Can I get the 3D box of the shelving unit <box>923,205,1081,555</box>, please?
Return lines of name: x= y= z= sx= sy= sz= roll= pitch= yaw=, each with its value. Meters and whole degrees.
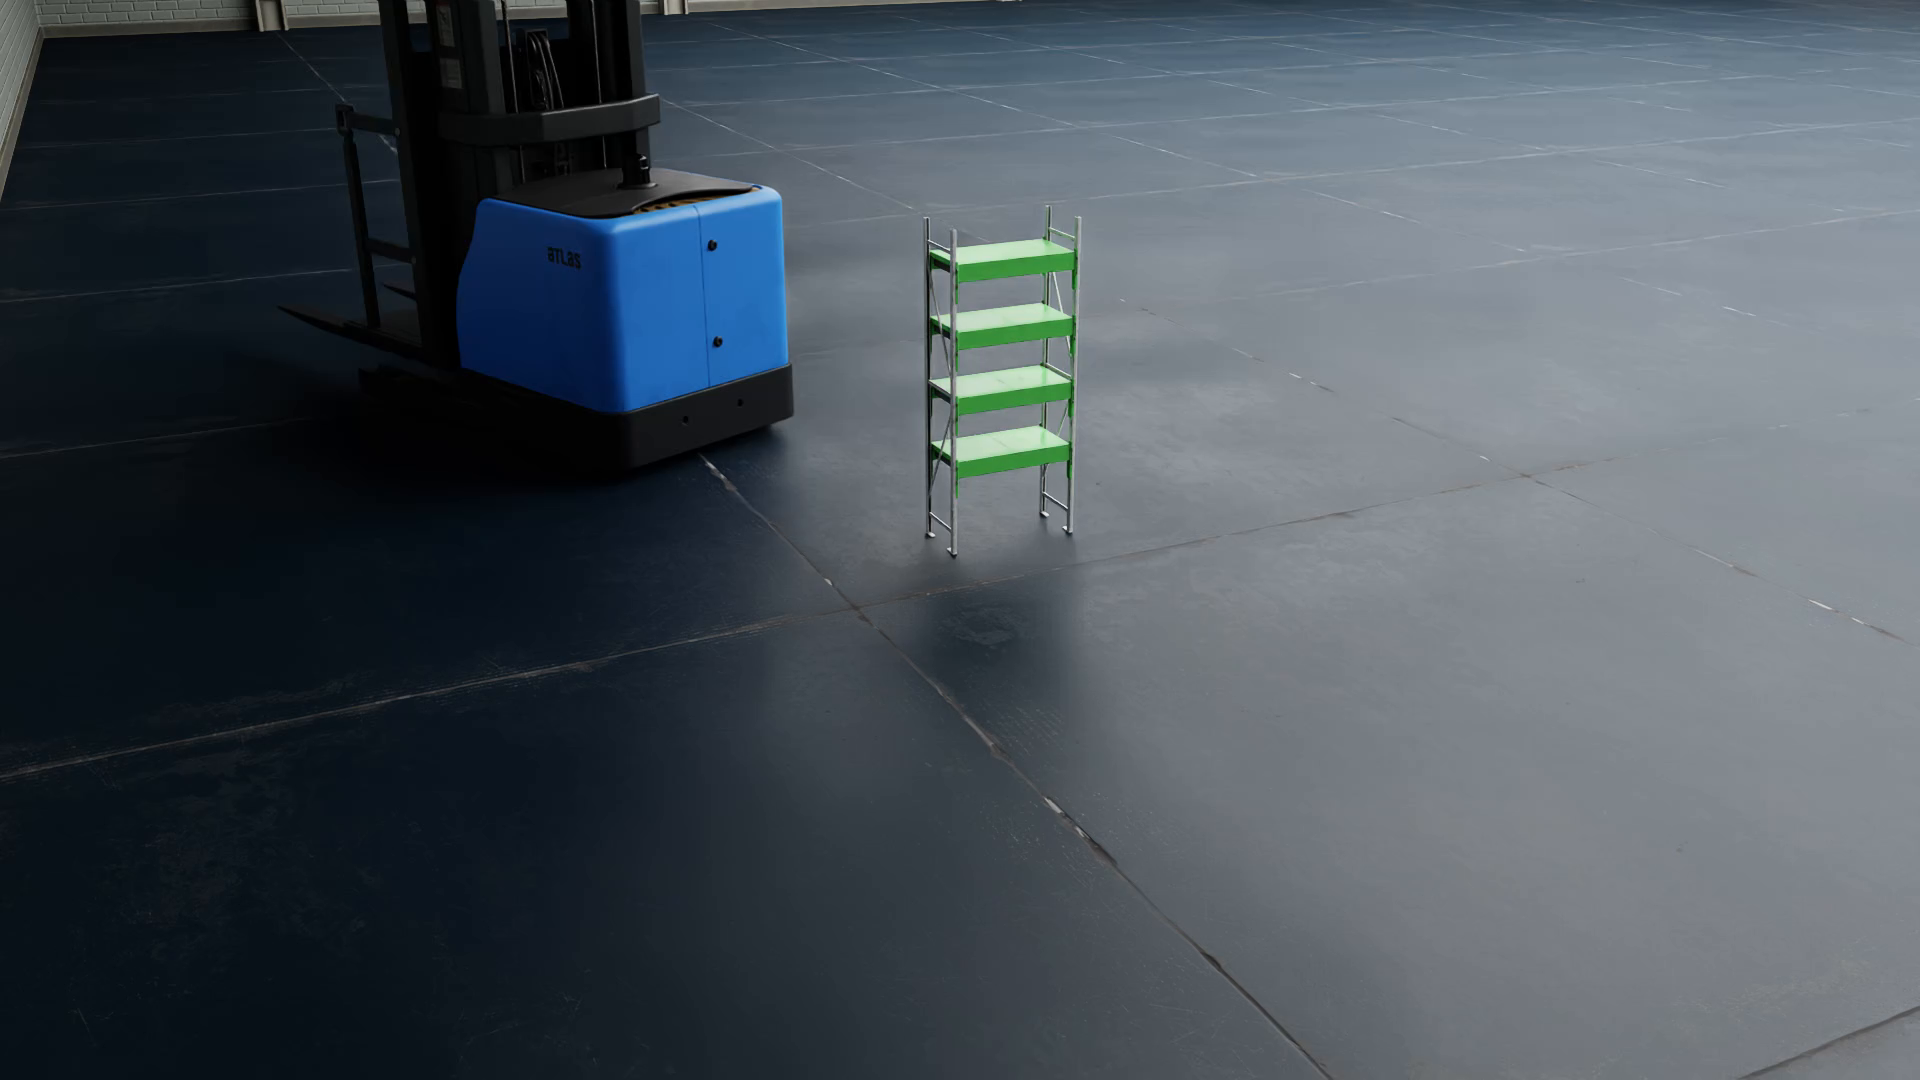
shelving unit: x=0.149 y=-0.582 z=6.087 sx=0.503 sy=1.200 sz=0.258 roll=-10 pitch=25 yaw=-24

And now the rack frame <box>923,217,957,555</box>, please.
rack frame: x=-0.071 y=-0.541 z=5.989 sx=0.015 sy=1.200 sz=0.240 roll=-10 pitch=25 yaw=-24

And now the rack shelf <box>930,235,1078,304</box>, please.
rack shelf: x=0.149 y=-0.966 z=5.928 sx=0.480 sy=0.148 sz=0.258 roll=-10 pitch=25 yaw=-24

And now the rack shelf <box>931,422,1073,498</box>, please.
rack shelf: x=0.149 y=-0.301 z=6.203 sx=0.480 sy=0.148 sz=0.258 roll=-10 pitch=25 yaw=-24

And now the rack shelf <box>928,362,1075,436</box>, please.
rack shelf: x=0.149 y=-0.523 z=6.111 sx=0.480 sy=0.148 sz=0.258 roll=-10 pitch=25 yaw=-24

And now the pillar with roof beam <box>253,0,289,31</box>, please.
pillar with roof beam: x=-8.111 y=-10.086 z=18.850 sx=0.400 sy=9.000 sz=9.100 roll=-10 pitch=25 yaw=-24

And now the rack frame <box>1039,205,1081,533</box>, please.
rack frame: x=0.369 y=-0.622 z=6.185 sx=0.015 sy=1.200 sz=0.240 roll=-10 pitch=25 yaw=-24

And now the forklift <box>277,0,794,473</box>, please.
forklift: x=-2.182 y=-2.083 z=7.450 sx=3.031 sy=2.935 sz=1.130 roll=18 pitch=29 yaw=37

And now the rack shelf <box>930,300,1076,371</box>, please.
rack shelf: x=0.149 y=-0.745 z=6.019 sx=0.480 sy=0.148 sz=0.258 roll=-10 pitch=25 yaw=-24

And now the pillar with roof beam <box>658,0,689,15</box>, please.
pillar with roof beam: x=-2.704 y=-11.081 z=21.254 sx=0.400 sy=9.000 sz=9.100 roll=-10 pitch=25 yaw=-24
